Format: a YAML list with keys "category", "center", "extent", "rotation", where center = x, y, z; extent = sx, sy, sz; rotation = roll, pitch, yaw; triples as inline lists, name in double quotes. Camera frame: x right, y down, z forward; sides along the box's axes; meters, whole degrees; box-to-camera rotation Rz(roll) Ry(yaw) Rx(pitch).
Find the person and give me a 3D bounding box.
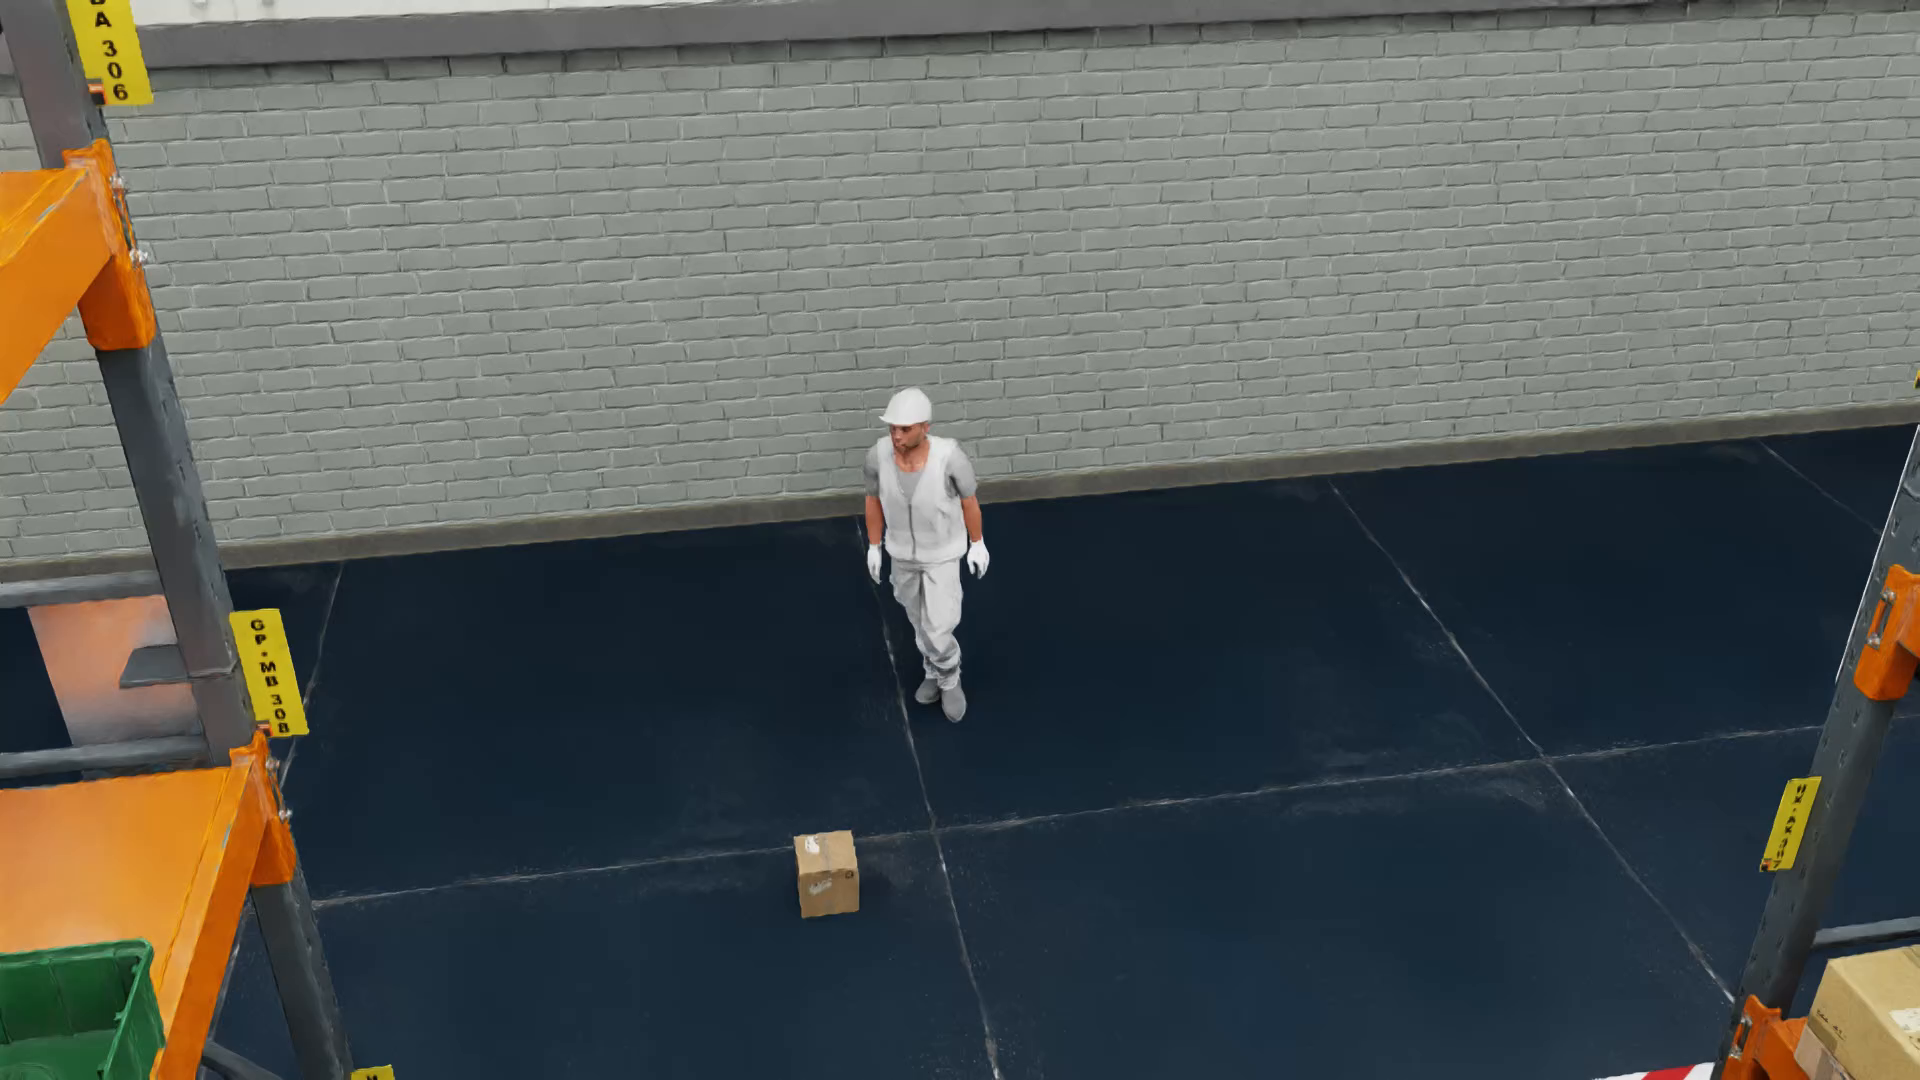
- category: "person"
  center: [-0.174, 0.059, 7.975]
  extent: [0.580, 1.768, 0.521]
  rotation: [11, 32, 18]
